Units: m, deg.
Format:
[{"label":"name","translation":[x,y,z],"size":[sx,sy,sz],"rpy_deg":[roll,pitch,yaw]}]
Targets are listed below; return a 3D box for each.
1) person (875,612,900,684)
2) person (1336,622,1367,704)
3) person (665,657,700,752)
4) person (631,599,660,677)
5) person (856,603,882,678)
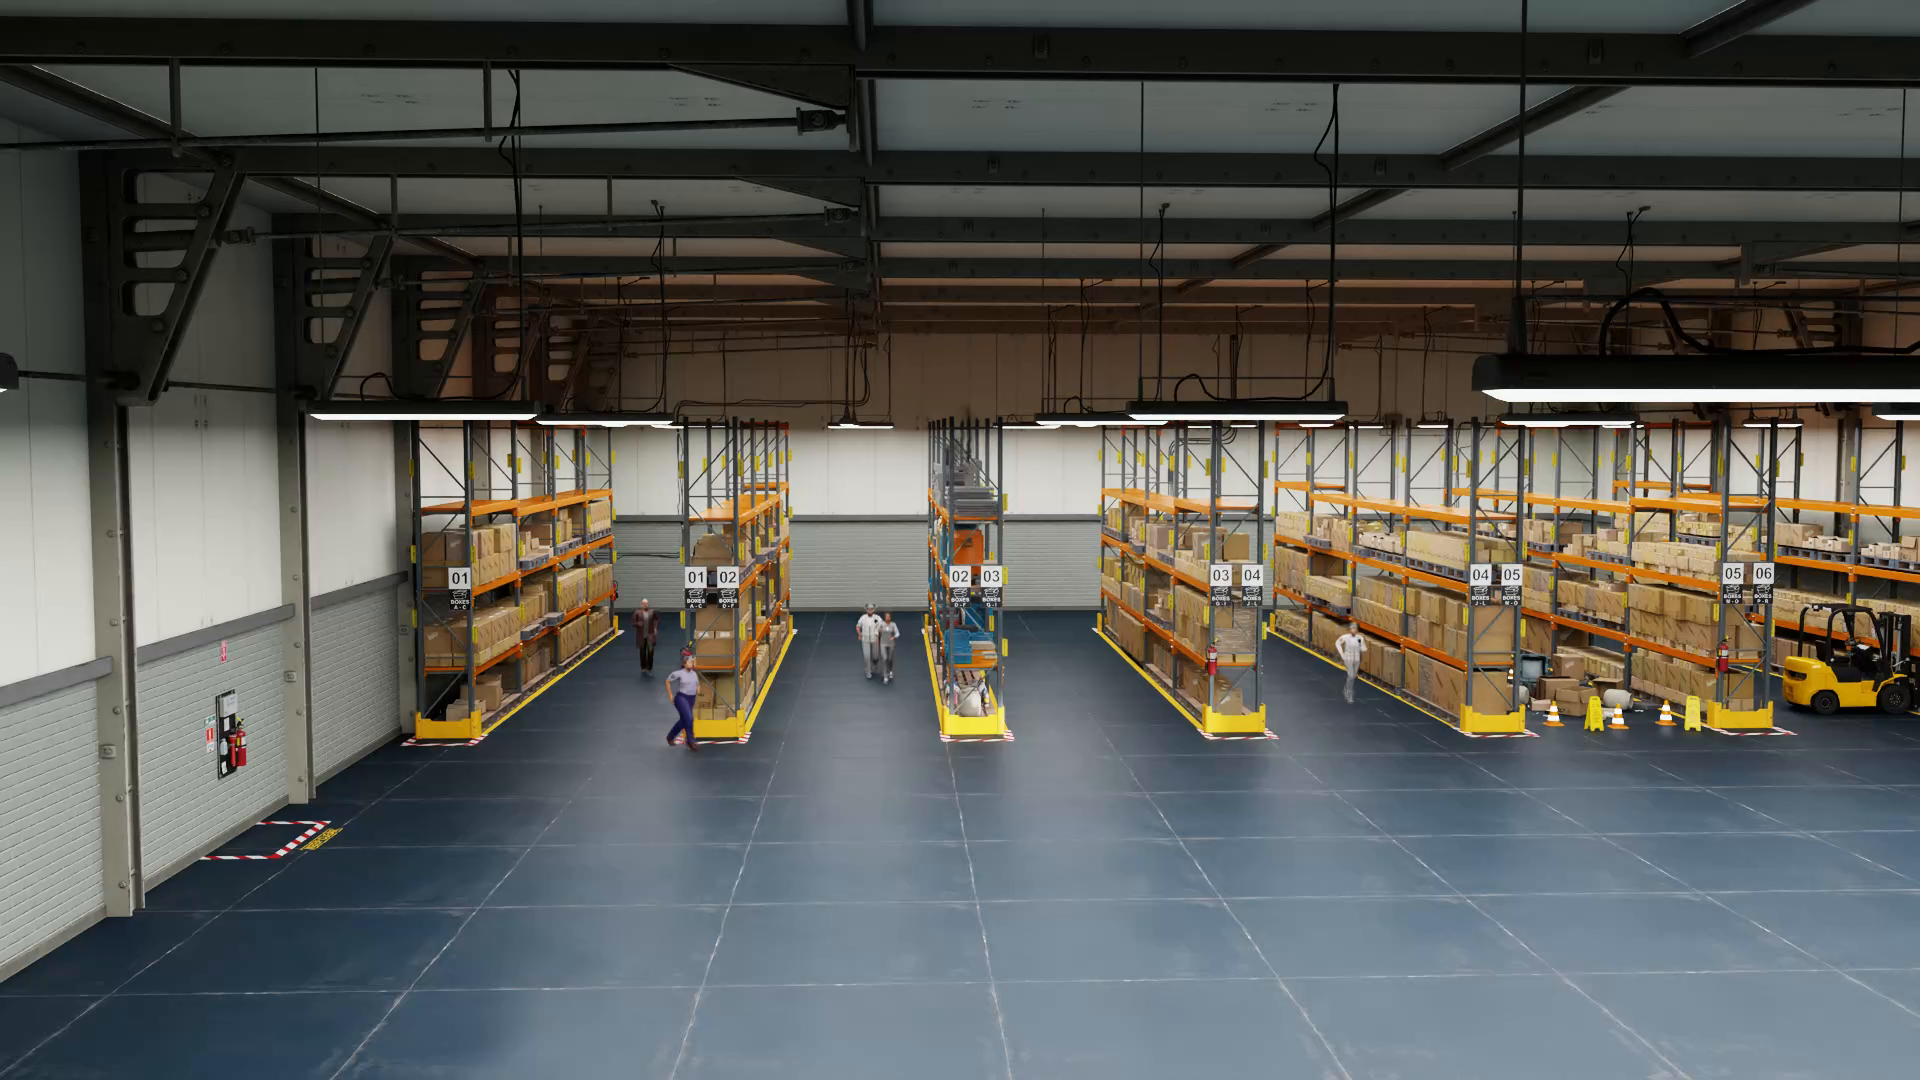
[{"label":"person","translation":[-1.656,2.442,38.028],"size":[0.552,1.615,0.790],"rpy_deg":[0,4,-5]},{"label":"person","translation":[8.314,2.592,35.302],"size":[0.590,1.735,0.791],"rpy_deg":[-1,4,-9]},{"label":"person","translation":[-4.921,2.946,30.051],"size":[0.858,1.632,0.610],"rpy_deg":[3,5,34]},{"label":"person","translation":[-7.365,2.296,38.990],"size":[0.685,1.826,0.776],"rpy_deg":[-1,4,-11]},{"label":"person","translation":[-2.097,2.323,38.757],"size":[0.667,1.734,0.673],"rpy_deg":[0,4,-2]}]
